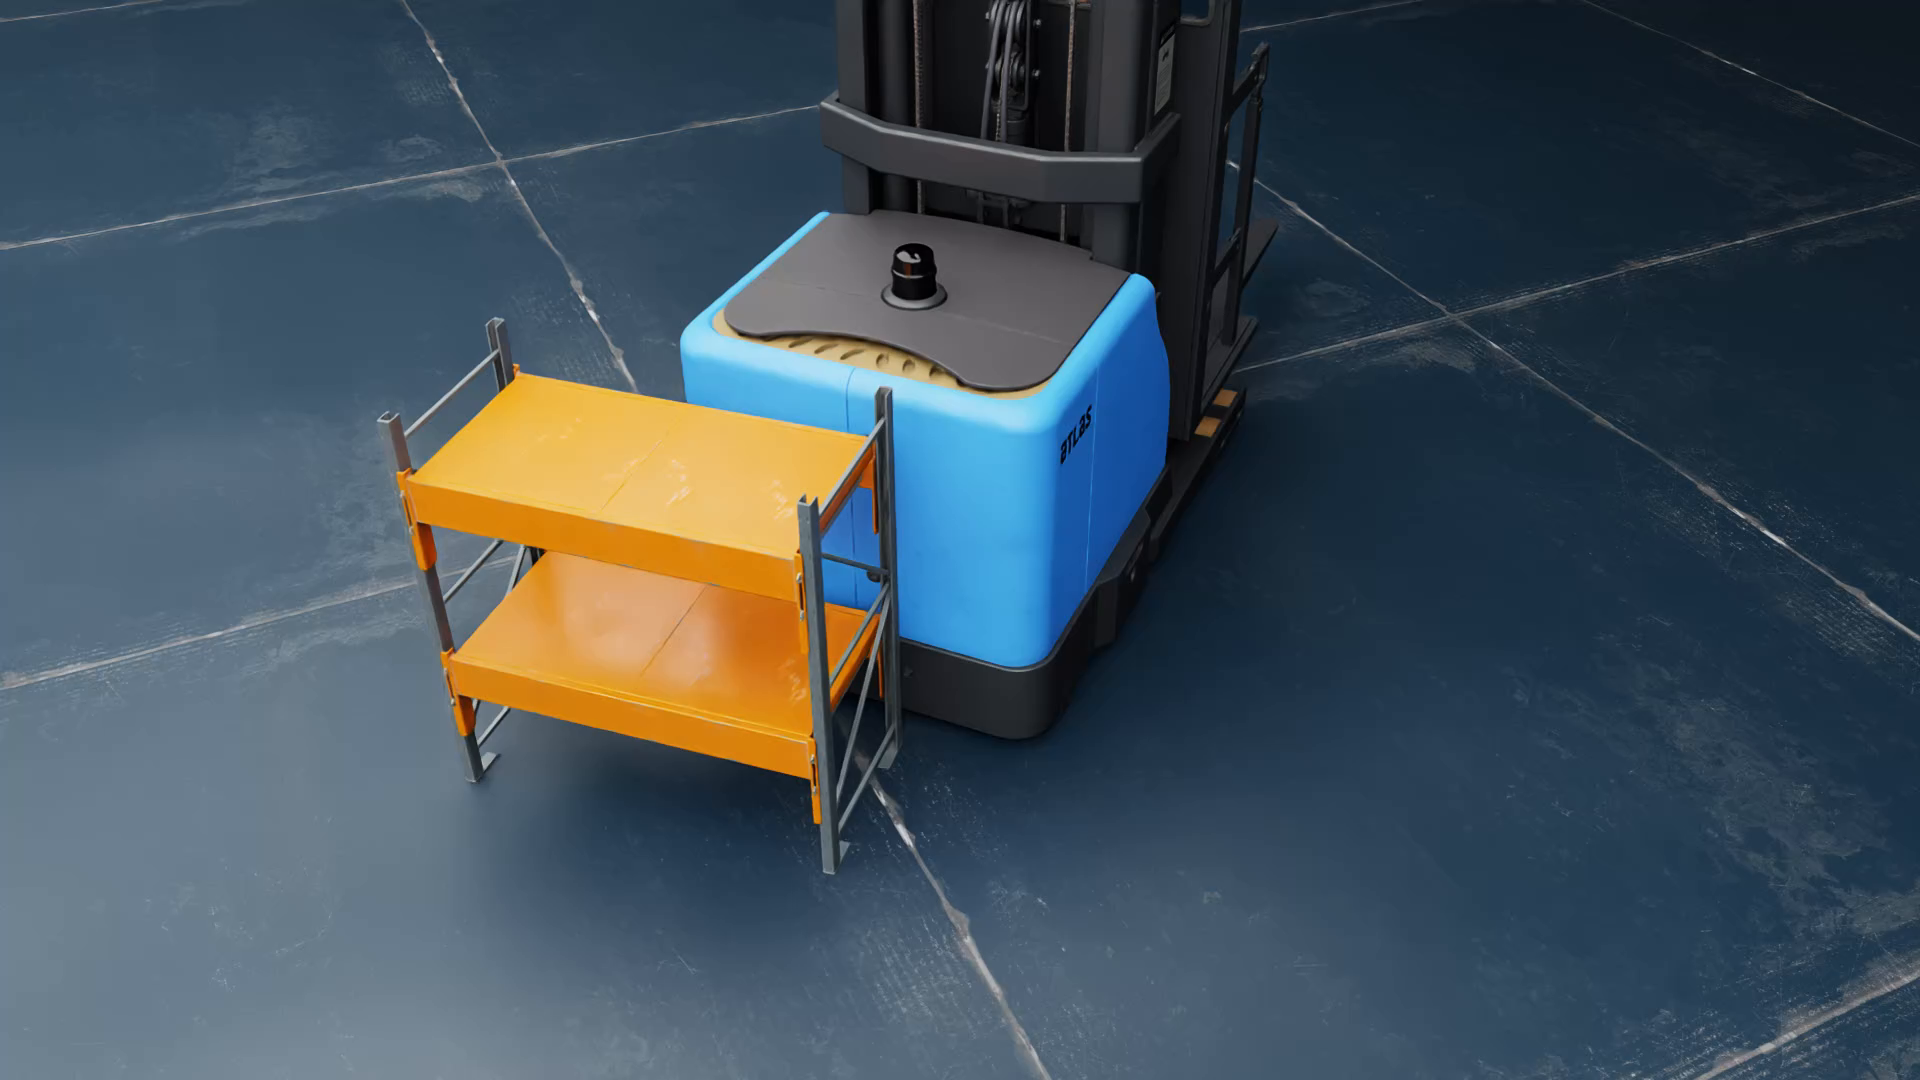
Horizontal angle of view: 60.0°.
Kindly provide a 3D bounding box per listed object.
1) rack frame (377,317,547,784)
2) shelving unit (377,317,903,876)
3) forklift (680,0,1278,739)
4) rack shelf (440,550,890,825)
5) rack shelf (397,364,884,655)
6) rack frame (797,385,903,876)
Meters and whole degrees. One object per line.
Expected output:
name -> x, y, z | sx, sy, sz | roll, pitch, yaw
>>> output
rack frame -> -1.213, 0.047, 4.243 | 0.032, 1.125, 0.500 | 11, 38, 15
shelving unit -> -0.730, 0.142, 4.114 | 1.048, 1.125, 0.538 | 11, 38, 15
forklift -> 0.336, -1.521, 4.840 | 1.130, 2.935, 3.031 | 15, 39, 19
rack shelf -> -0.730, 0.338, 4.260 | 1.000, 0.278, 0.538 | 11, 38, 15
rack shelf -> -0.730, -0.093, 3.940 | 1.000, 0.278, 0.538 | 11, 38, 15
rack frame -> -0.248, 0.238, 3.986 | 0.032, 1.125, 0.500 | 11, 38, 15
